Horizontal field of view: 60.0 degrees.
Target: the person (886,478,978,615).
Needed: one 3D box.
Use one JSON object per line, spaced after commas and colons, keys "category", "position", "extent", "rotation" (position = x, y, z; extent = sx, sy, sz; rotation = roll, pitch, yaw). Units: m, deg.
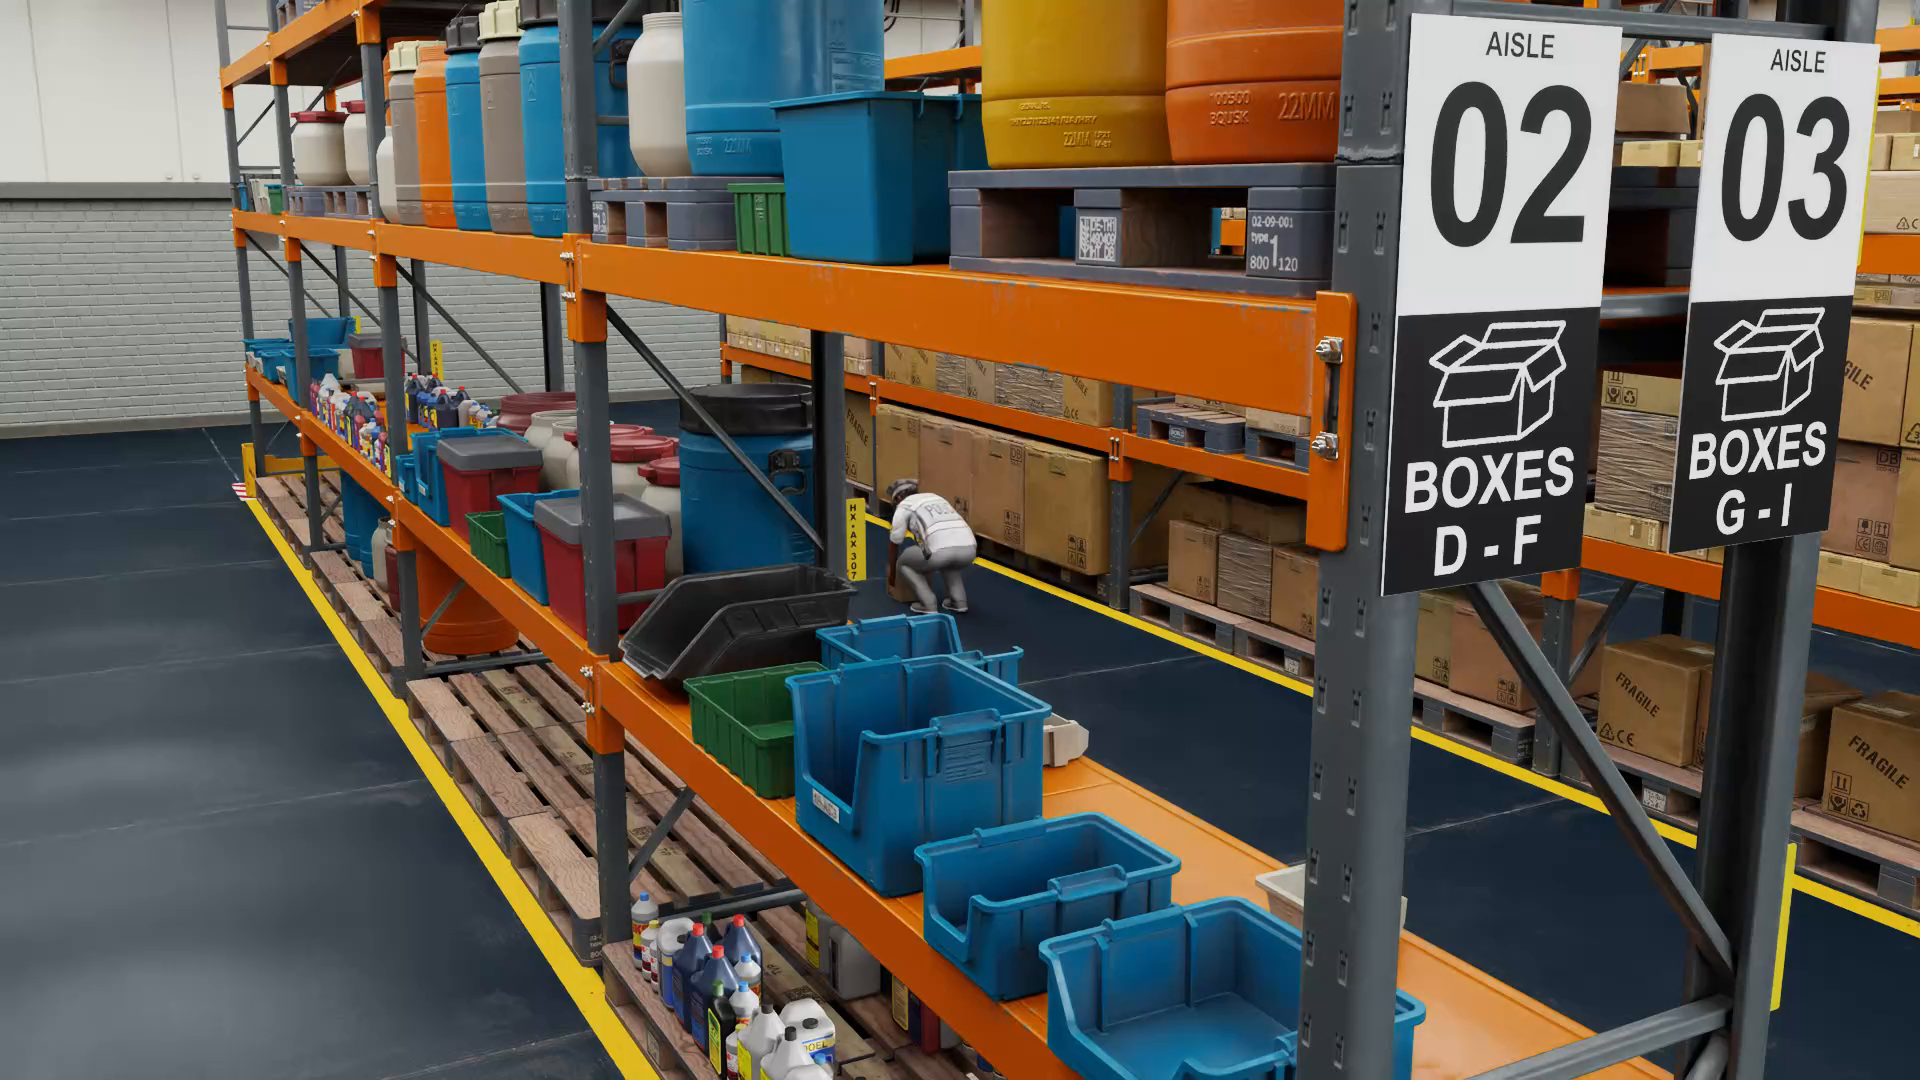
{"category": "person", "position": [-0.228, 0.044, 12.058], "extent": [0.480, 0.930, 0.863], "rotation": [-6, 13, -28]}
